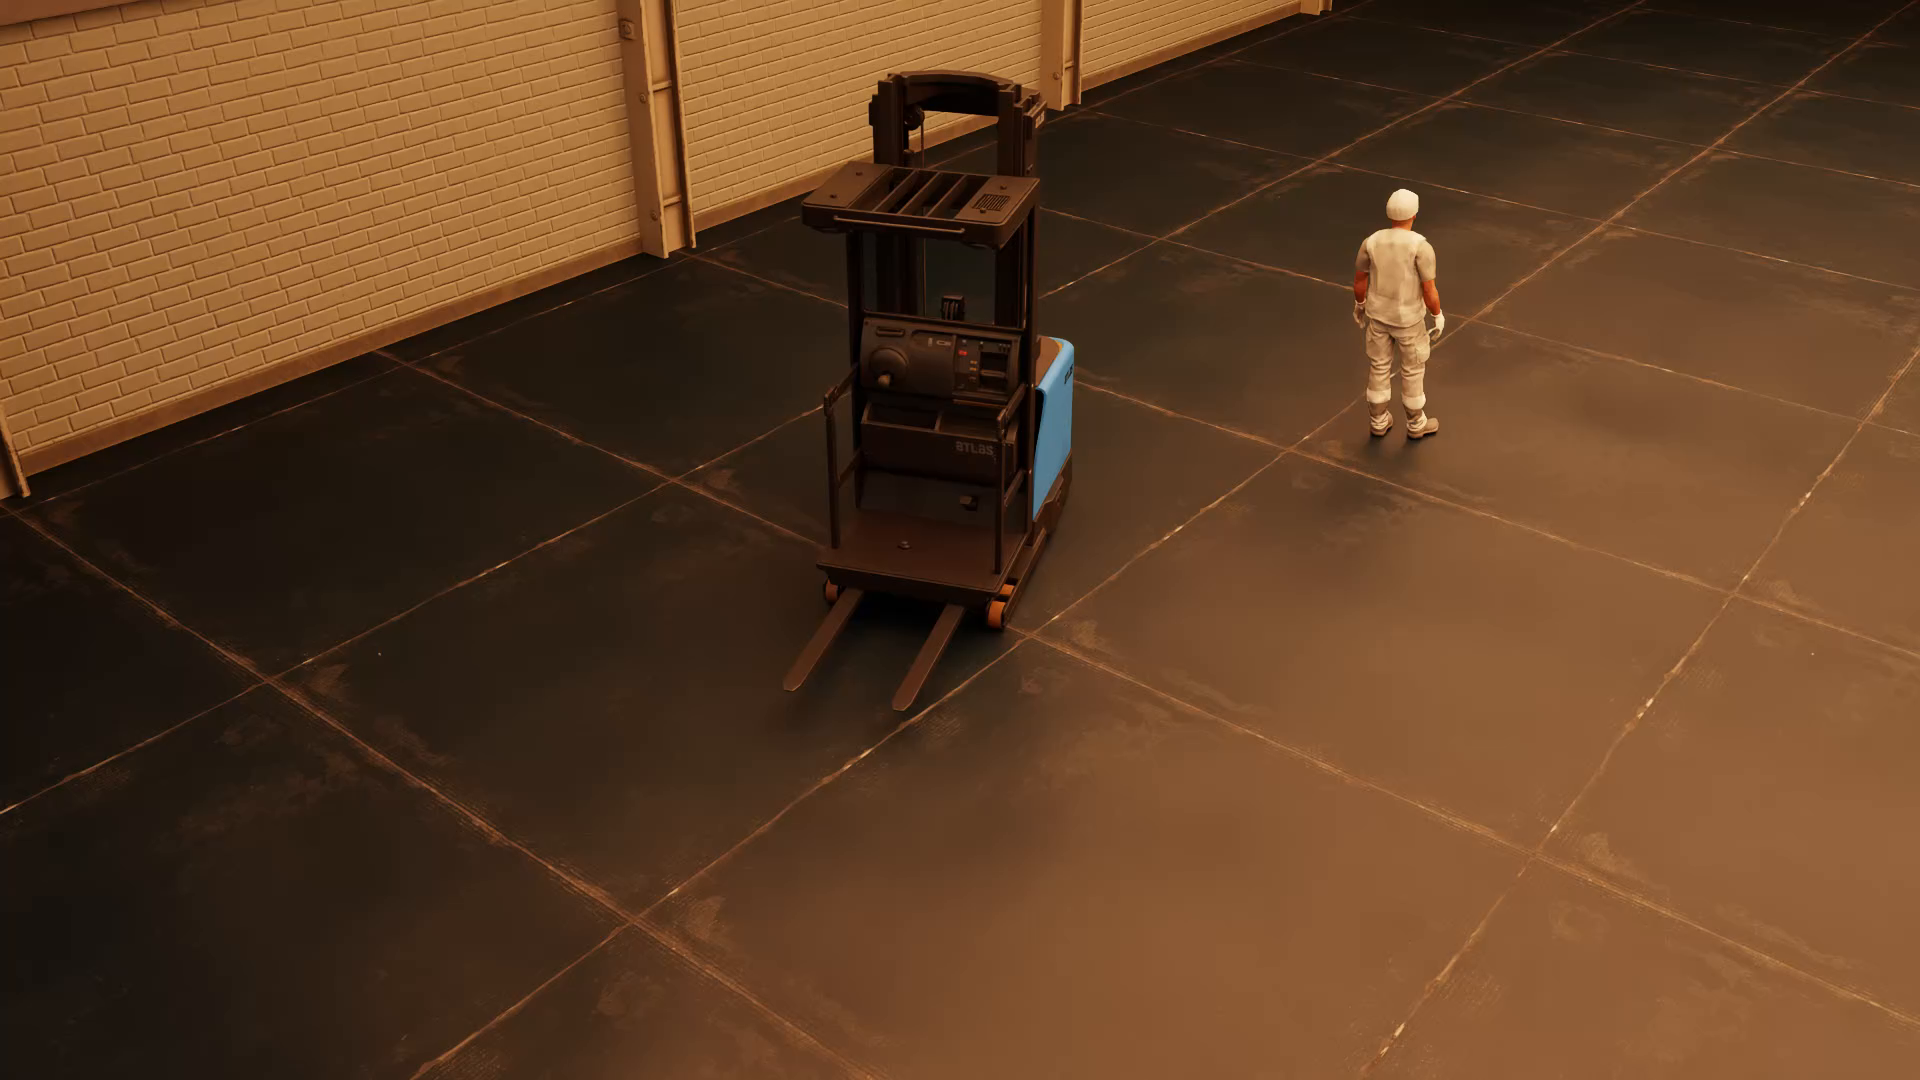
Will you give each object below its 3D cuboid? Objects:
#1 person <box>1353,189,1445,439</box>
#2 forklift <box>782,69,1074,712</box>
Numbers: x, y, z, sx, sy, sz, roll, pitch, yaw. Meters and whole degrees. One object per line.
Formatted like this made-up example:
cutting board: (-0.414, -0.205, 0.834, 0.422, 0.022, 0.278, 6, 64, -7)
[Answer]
person: (3.020, -1.554, 11.371, 0.637, 1.787, 0.564, 21, 36, 32)
forklift: (-0.176, -0.972, 9.258, 1.130, 2.935, 3.031, 9, 31, 14)
